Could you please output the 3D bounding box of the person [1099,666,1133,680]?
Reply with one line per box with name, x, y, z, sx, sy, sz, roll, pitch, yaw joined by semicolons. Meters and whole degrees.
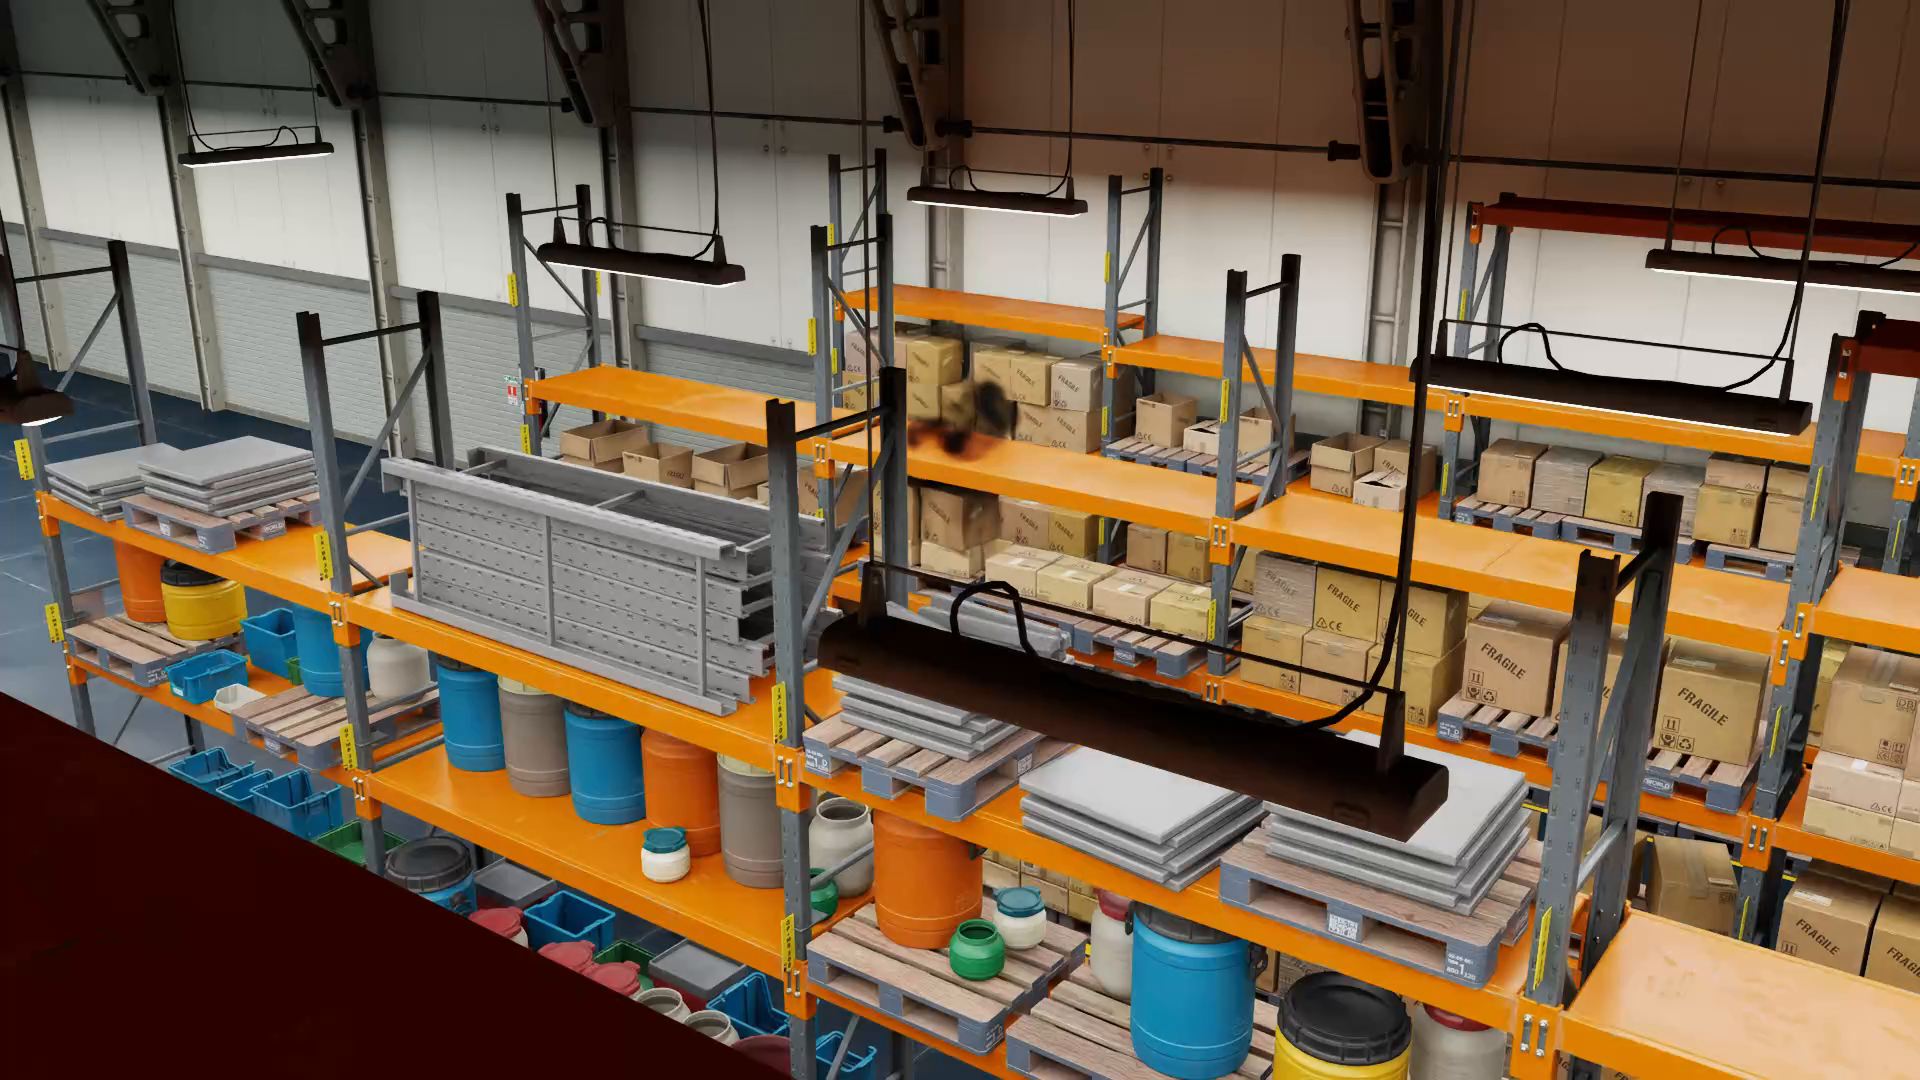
person;1.612;1.404;17.315;0.905;1.753;0.656;9;21;26
